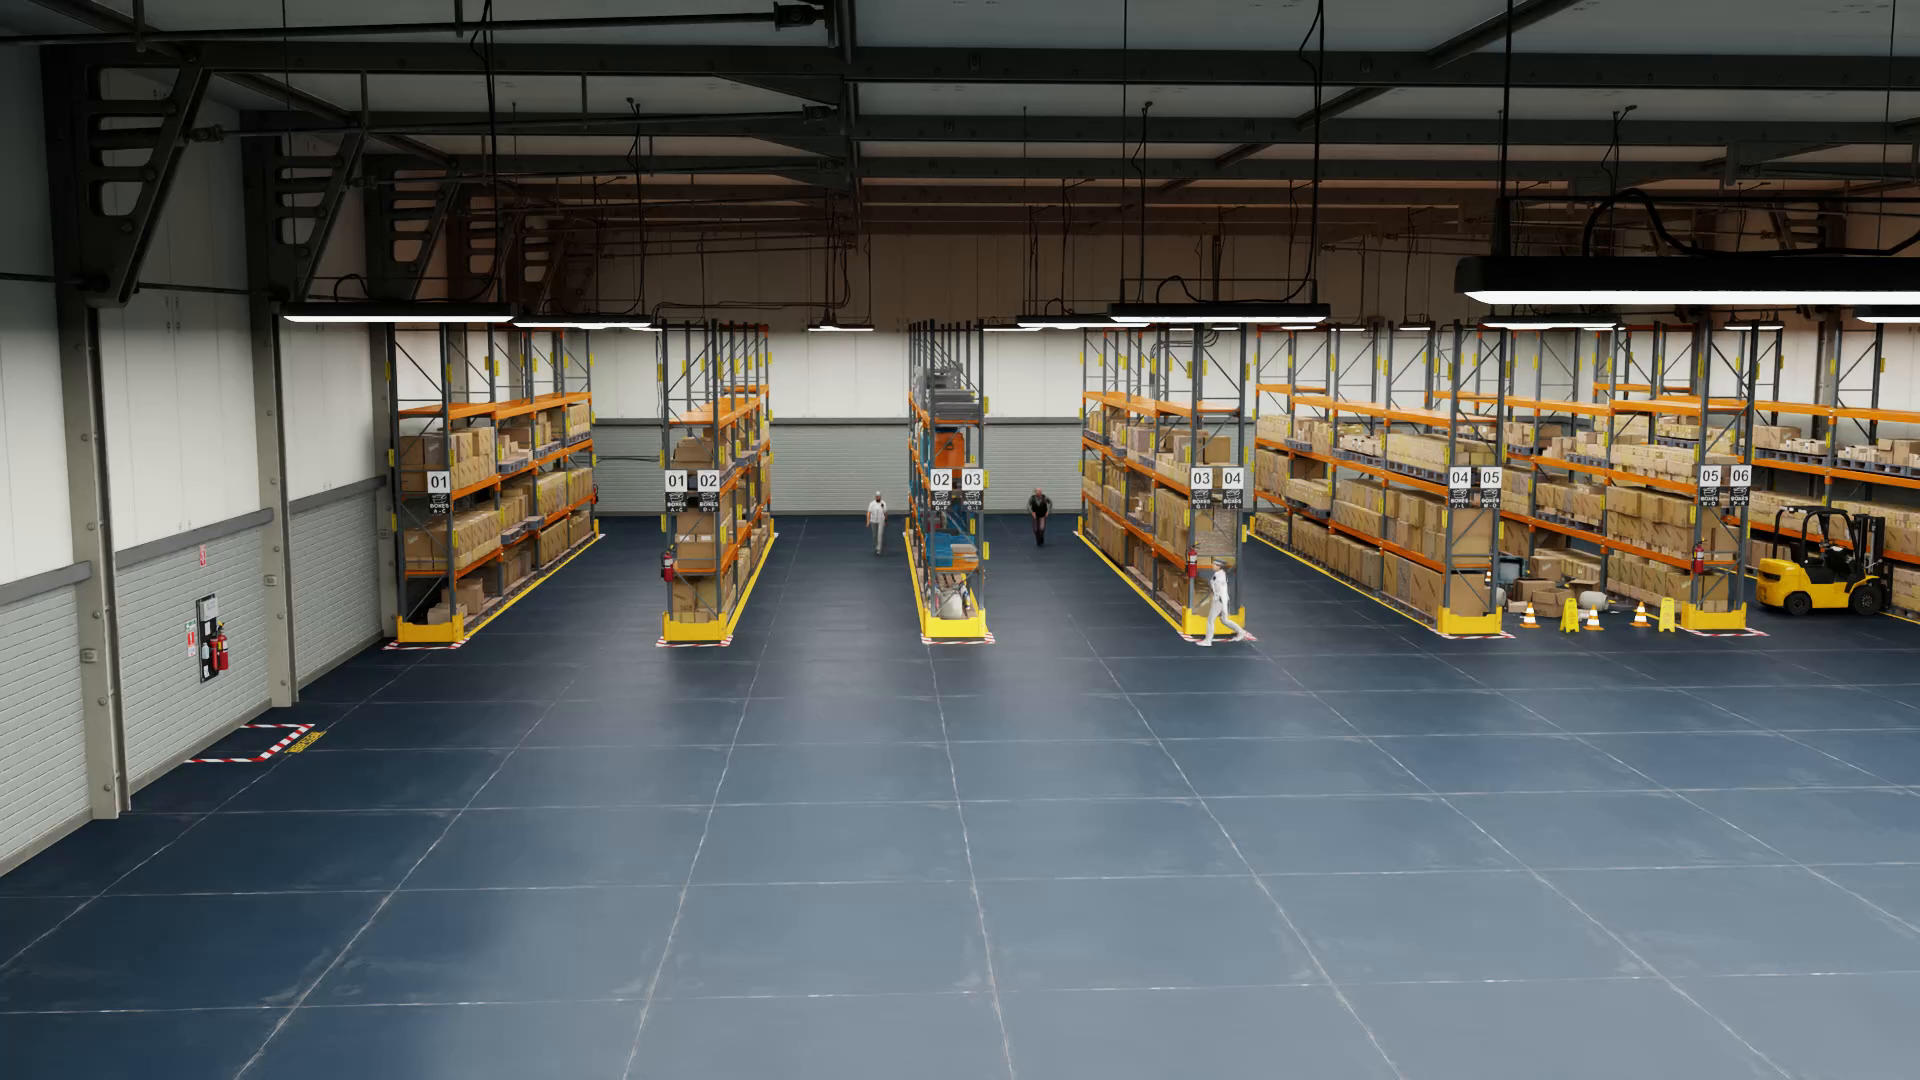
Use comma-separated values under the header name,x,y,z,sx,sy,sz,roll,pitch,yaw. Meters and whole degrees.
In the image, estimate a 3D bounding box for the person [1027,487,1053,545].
name,x,y,z,sx,sy,sz,roll,pitch,yaw
person,2.159,-0.643,45.038,0.688,1.626,0.713,1,7,8

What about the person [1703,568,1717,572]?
name,x,y,z,sx,sy,sz,roll,pitch,yaw
person,16.554,0.366,36.559,0.585,1.714,0.722,-2,7,-17

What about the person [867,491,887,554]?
name,x,y,z,sx,sy,sz,roll,pitch,yaw
person,-2.176,-0.471,43.563,0.503,1.612,1.007,1,7,8

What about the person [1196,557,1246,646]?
name,x,y,z,sx,sy,sz,roll,pitch,yaw
person,4.825,1.128,30.574,0.970,1.637,0.486,0,7,-3
